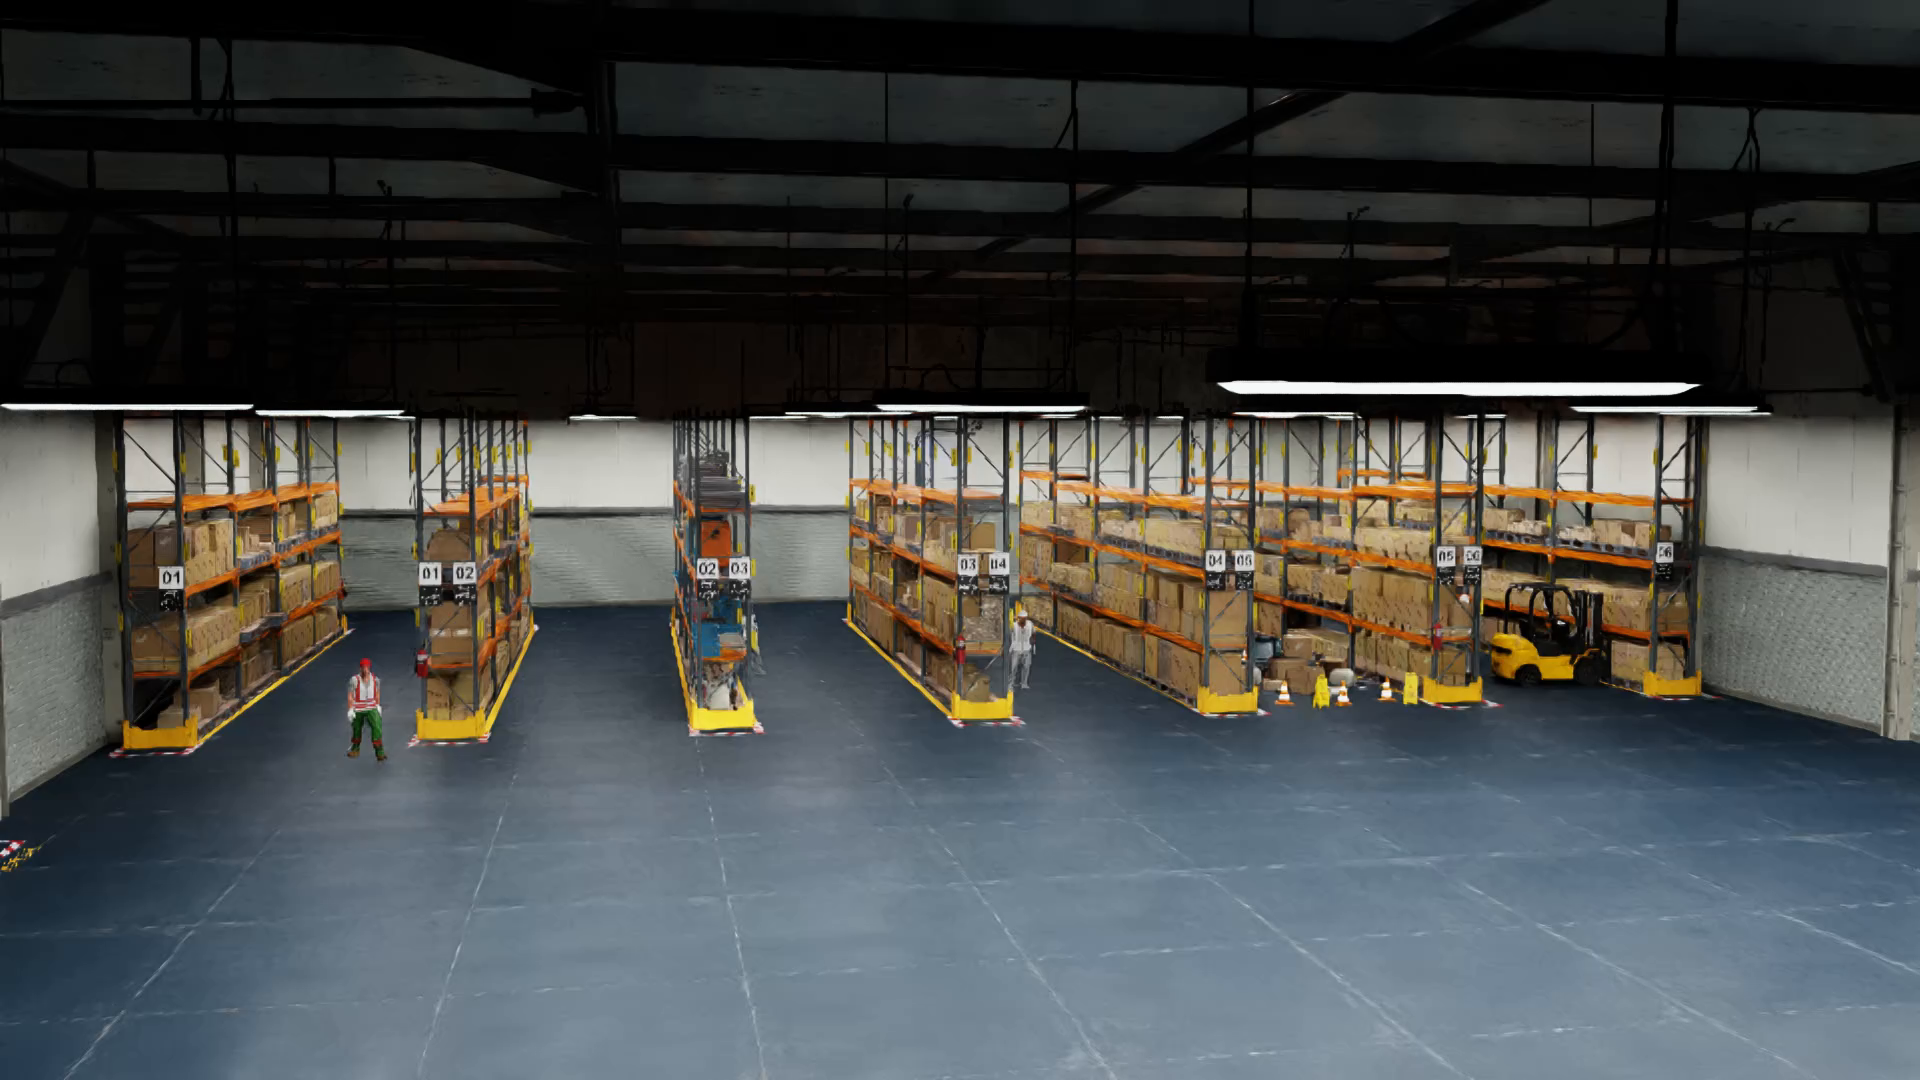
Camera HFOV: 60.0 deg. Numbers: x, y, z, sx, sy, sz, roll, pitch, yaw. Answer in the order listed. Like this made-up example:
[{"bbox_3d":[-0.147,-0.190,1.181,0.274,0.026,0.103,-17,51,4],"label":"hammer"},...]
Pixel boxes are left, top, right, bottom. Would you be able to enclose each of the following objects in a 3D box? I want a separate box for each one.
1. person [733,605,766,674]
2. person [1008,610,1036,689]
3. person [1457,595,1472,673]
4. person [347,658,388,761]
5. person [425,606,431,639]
[{"bbox_3d":[-4.815,2.233,37.642,0.638,1.599,0.813,-2,5,-28],"label":"person"},{"bbox_3d":[1.296,2.339,35.520,0.702,1.735,0.549,-1,4,-13],"label":"person"},{"bbox_3d":[11.416,2.134,37.857,0.494,1.775,0.578,1,4,19],"label":"person"},{"bbox_3d":[-10.060,2.857,28.155,0.597,1.746,0.968,-3,5,-33],"label":"person"},{"bbox_3d":[-13.573,1.878,42.795,0.603,1.600,0.799,0,4,-6],"label":"person"}]
